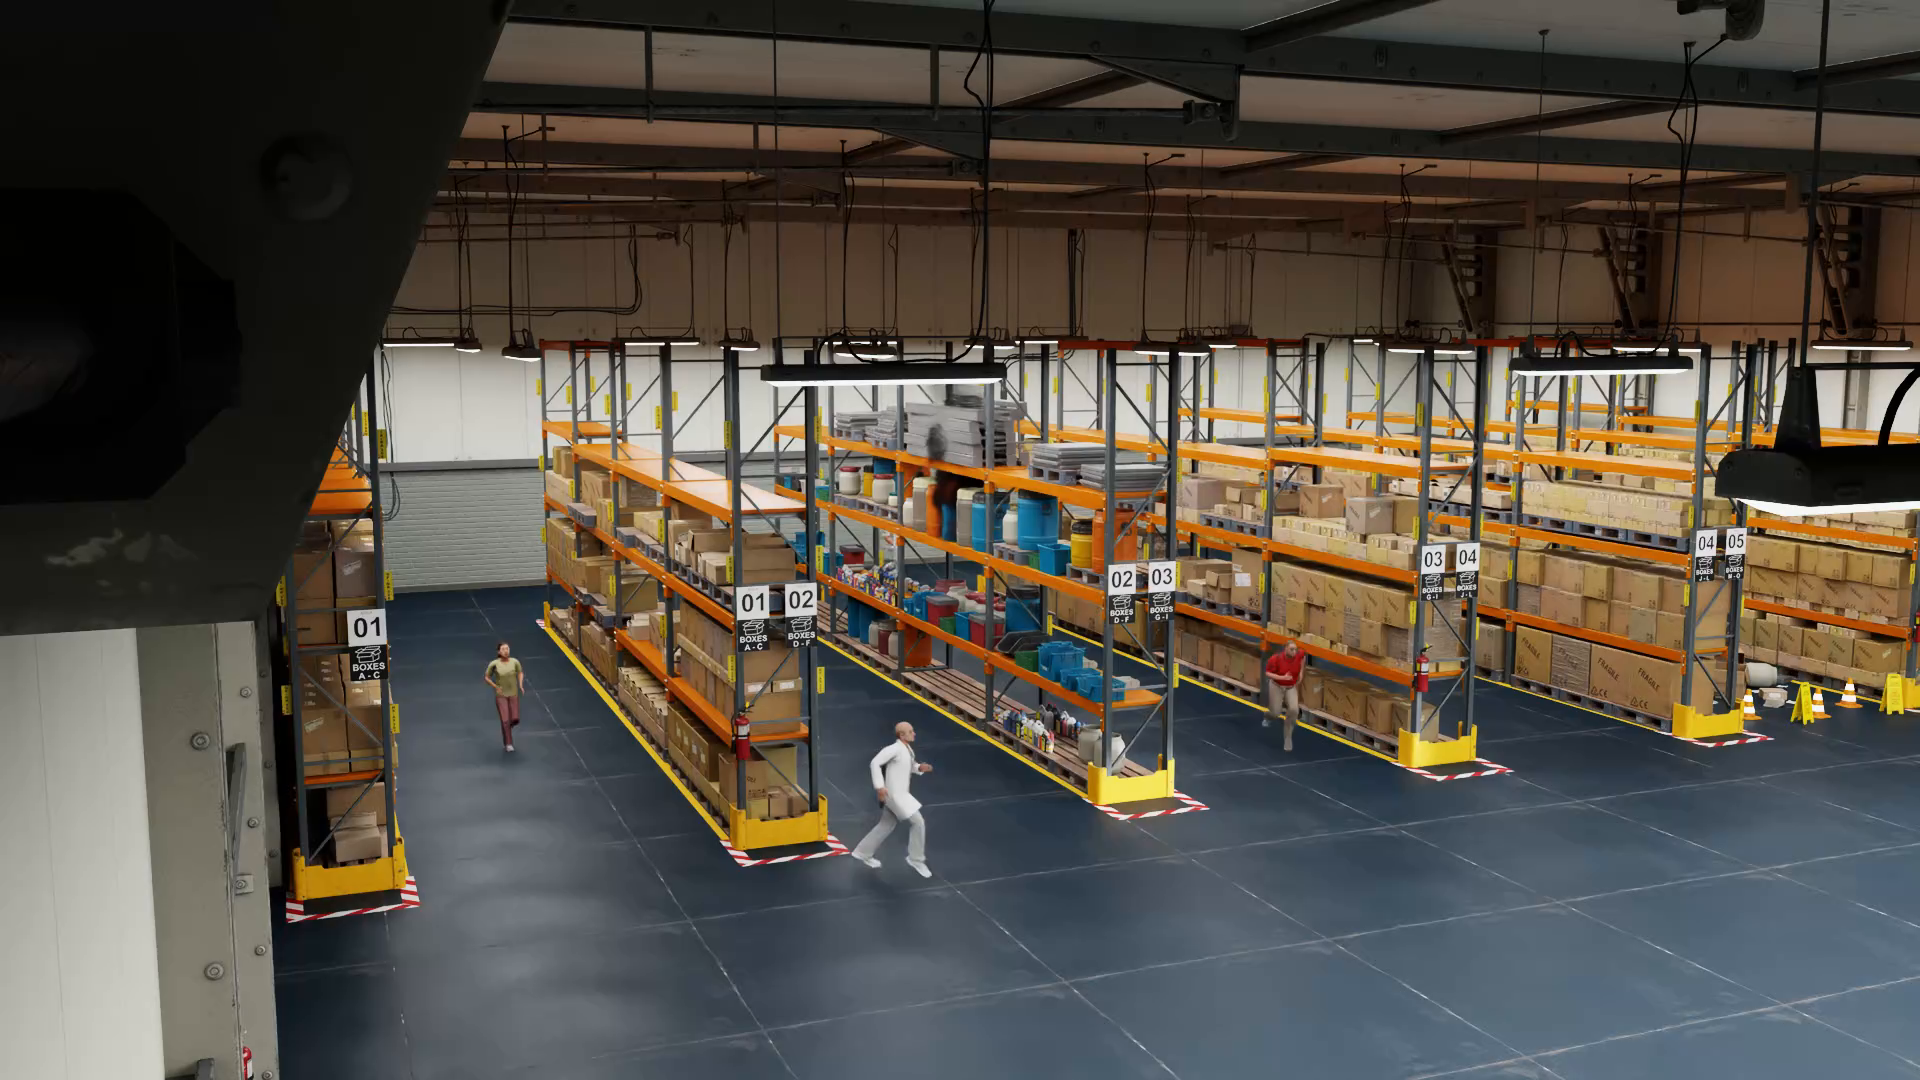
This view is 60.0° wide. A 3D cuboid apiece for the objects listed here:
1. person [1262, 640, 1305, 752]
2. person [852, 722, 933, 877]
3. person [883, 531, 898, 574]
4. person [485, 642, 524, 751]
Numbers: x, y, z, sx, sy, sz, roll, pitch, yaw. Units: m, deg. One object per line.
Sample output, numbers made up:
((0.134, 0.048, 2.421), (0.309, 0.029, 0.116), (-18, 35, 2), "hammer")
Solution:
((4.830, 2.279, 24.894), (0.704, 1.704, 1.016), (-2, 8, -12), "person")
((-0.787, 2.987, 19.109), (0.944, 1.832, 0.740), (1, 7, 6), "person")
((-1.677, 0.224, 40.388), (0.689, 1.752, 0.655), (0, 7, 2), "person")
((-6.780, 2.316, 24.810), (0.581, 1.630, 0.560), (-4, 8, -28), "person")
